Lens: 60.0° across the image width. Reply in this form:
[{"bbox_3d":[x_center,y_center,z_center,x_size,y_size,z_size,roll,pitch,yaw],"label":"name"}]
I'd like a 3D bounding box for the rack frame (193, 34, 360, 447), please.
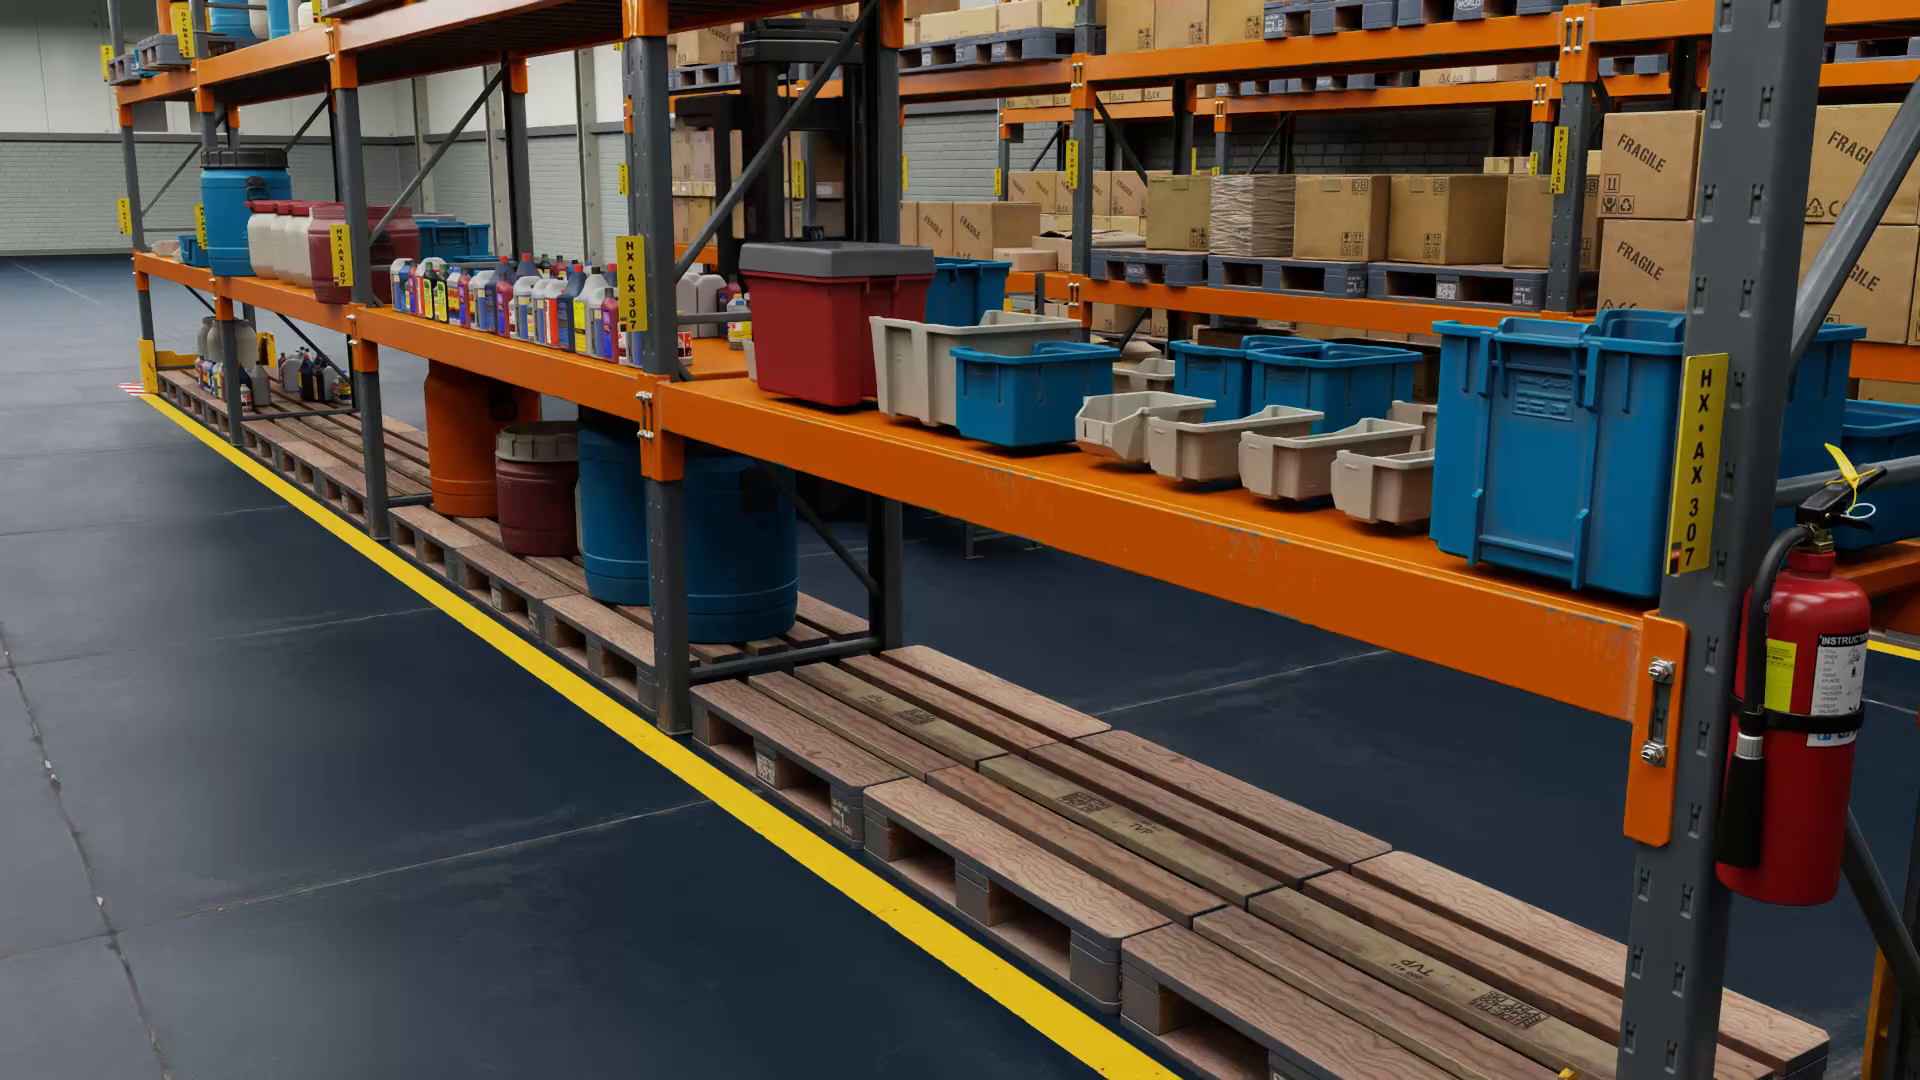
[{"bbox_3d":[-5.104,-2.234,12.558,1.000,3.000,0.127,-8,15,-33],"label":"rack frame"}]

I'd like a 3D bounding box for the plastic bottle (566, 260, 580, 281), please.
[{"bbox_3d":[-2.024,-1.340,8.771,0.097,0.271,0.097,0,12,0],"label":"plastic bottle"}]

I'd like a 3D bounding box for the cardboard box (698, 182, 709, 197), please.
[{"bbox_3d":[-2.441,-3.573,16.927,0.380,0.149,0.250,-8,15,-33],"label":"cardboard box"}]

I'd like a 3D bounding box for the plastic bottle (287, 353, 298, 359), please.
[{"bbox_3d":[-5.821,-1.507,14.579,0.152,0.276,0.135,-8,15,-32],"label":"plastic bottle"}]

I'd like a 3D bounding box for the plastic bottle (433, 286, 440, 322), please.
[{"bbox_3d":[-2.545,-1.181,8.206,0.097,0.201,0.097,0,12,0],"label":"plastic bottle"}]

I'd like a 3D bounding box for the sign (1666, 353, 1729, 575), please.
[{"bbox_3d":[1.096,-0.112,2.471,0.100,0.325,0.005,-8,15,-33],"label":"sign"}]

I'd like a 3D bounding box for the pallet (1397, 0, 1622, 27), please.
[{"bbox_3d":[3.151,-2.895,8.998,1.213,0.211,1.003,-8,15,-33],"label":"pallet"}]

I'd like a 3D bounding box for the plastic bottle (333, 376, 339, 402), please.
[{"bbox_3d":[-5.028,-1.227,13.472,0.097,0.201,0.097,0,12,0],"label":"plastic bottle"}]

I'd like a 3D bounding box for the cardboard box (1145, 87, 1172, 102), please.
[{"bbox_3d":[2.388,-5.083,18.282,0.500,0.500,0.500,-10,16,-37],"label":"cardboard box"}]

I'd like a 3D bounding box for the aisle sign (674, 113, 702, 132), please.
[{"bbox_3d":[-2.986,-4.848,18.424,0.394,0.787,0.004,-8,15,-33],"label":"aisle sign"}]

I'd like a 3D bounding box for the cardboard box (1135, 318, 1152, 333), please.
[{"bbox_3d":[2.274,-2.516,19.490,0.380,0.149,0.250,-10,16,-37],"label":"cardboard box"}]

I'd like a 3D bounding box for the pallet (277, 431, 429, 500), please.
[{"bbox_3d":[-3.956,-0.520,11.245,1.003,0.211,1.213,-8,15,-33],"label":"pallet"}]

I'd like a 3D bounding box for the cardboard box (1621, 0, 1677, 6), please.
[{"bbox_3d":[3.518,-2.674,7.896,0.500,0.250,0.500,-8,15,-33],"label":"cardboard box"}]

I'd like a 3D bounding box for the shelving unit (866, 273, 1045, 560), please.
[{"bbox_3d":[-0.047,-0.748,9.271,0.538,1.500,1.048,-8,15,-33],"label":"shelving unit"}]

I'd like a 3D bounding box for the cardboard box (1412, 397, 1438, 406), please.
[{"bbox_3d":[2.675,-0.534,9.603,0.500,0.500,0.500,-8,15,-33],"label":"cardboard box"}]

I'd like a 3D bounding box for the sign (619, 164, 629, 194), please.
[{"bbox_3d":[-3.660,-3.928,18.093,0.100,0.325,0.005,-8,15,-33],"label":"sign"}]

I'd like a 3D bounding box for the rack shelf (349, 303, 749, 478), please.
[{"bbox_3d":[-1.780,-0.816,7.756,1.077,0.370,4.000,-8,15,-33],"label":"rack shelf"}]

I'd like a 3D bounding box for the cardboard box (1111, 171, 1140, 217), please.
[{"bbox_3d":[2.073,-3.936,18.890,0.500,0.500,0.500,-9,15,-34],"label":"cardboard box"}]

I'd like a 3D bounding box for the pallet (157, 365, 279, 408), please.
[{"bbox_3d":[-6.793,-1.431,15.409,1.003,0.211,1.213,-8,15,-33],"label":"pallet"}]

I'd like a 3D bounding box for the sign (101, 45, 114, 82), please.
[{"bbox_3d":[-7.780,-4.351,15.196,0.100,0.325,0.005,-8,15,-33],"label":"sign"}]

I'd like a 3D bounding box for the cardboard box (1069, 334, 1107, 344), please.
[{"bbox_3d":[0.894,-1.465,13.180,0.500,0.311,0.500,-9,15,-34],"label":"cardboard box"}]

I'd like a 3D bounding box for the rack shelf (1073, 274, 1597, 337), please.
[{"bbox_3d":[2.346,-1.402,10.434,1.077,0.370,4.000,-8,15,-33],"label":"rack shelf"}]

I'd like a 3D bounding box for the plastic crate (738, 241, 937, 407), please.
[{"bbox_3d":[-0.386,-0.684,5.177,0.402,0.464,0.583,-8,15,-33],"label":"plastic crate"}]

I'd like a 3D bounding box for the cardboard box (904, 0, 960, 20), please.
[{"bbox_3d":[-0.335,-4.571,13.833,0.500,0.500,0.500,-6,14,-27],"label":"cardboard box"}]

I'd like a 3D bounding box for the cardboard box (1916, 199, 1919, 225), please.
[{"bbox_3d":[4.339,-1.543,6.820,0.500,0.500,0.500,-8,14,-31],"label":"cardboard box"}]

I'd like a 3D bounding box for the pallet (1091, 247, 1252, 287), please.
[{"bbox_3d":[1.672,-1.903,11.490,1.213,0.211,1.003,-8,15,-33],"label":"pallet"}]

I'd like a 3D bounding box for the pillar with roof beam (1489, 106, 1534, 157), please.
[{"bbox_3d":[1.776,-5.450,13.222,9.100,9.000,0.400,-8,15,-33],"label":"pillar with roof beam"}]

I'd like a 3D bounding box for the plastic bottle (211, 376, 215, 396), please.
[{"bbox_3d":[-6.161,-1.301,13.812,0.097,0.201,0.097,0,12,0],"label":"plastic bottle"}]

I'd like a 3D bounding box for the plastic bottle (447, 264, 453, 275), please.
[{"bbox_3d":[-2.569,-1.246,8.340,0.097,0.271,0.097,0,12,0],"label":"plastic bottle"}]

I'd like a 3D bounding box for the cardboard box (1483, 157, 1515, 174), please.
[{"bbox_3d":[4.953,-3.390,15.058,0.380,0.149,0.250,-11,17,-42],"label":"cardboard box"}]

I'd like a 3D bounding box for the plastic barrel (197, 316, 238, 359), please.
[{"bbox_3d":[-6.892,-1.828,15.538,0.421,0.512,0.421,0,12,0],"label":"plastic barrel"}]

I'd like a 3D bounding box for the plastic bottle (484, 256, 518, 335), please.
[{"bbox_3d":[-2.063,-1.108,7.524,0.144,0.351,0.185,-8,15,-33],"label":"plastic bottle"}]

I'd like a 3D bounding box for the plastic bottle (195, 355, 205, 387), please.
[{"bbox_3d":[-6.575,-1.469,14.413,0.097,0.271,0.097,0,12,0],"label":"plastic bottle"}]

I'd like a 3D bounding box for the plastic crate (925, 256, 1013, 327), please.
[{"bbox_3d":[-0.129,-0.791,5.852,0.392,0.384,0.575,-8,15,-33],"label":"plastic crate"}]

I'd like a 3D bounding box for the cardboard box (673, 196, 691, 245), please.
[{"bbox_3d":[-2.651,-3.403,17.668,0.700,0.500,0.500,-8,14,-31],"label":"cardboard box"}]

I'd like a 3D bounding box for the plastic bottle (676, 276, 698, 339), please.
[{"bbox_3d":[-1.250,-1.025,7.319,0.152,0.276,0.135,-8,15,-33],"label":"plastic bottle"}]

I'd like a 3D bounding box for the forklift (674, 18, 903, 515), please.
[{"bbox_3d":[-1.173,-1.846,10.943,1.130,2.935,3.031,-7,14,-30],"label":"forklift"}]

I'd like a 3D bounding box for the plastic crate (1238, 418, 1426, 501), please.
[{"bbox_3d":[0.794,-0.178,3.630,0.396,0.136,0.243,-8,15,-33],"label":"plastic crate"}]

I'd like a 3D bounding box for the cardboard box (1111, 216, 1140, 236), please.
[{"bbox_3d":[2.068,-3.569,18.966,0.500,0.250,0.500,-8,15,-33],"label":"cardboard box"}]

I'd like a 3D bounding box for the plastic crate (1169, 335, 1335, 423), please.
[{"bbox_3d":[0.786,-0.418,4.504,0.416,0.233,0.300,-8,15,-33],"label":"plastic crate"}]

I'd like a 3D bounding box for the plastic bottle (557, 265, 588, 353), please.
[{"bbox_3d":[-1.556,-0.945,6.778,0.144,0.351,0.185,-8,15,-33],"label":"plastic bottle"}]

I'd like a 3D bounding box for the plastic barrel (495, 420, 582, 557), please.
[{"bbox_3d":[-1.977,-0.264,8.211,0.600,0.588,0.708,-8,15,-33],"label":"plastic barrel"}]

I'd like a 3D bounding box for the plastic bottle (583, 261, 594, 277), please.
[{"bbox_3d":[-1.916,-1.306,8.613,0.097,0.271,0.097,0,12,0],"label":"plastic bottle"}]

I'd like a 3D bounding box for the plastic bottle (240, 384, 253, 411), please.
[{"bbox_3d":[-5.564,-1.110,12.937,0.097,0.201,0.097,0,12,0],"label":"plastic bottle"}]

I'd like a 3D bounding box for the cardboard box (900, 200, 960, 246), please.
[{"bbox_3d":[-0.274,-2.637,14.164,0.500,0.500,0.500,-7,14,-29],"label":"cardboard box"}]

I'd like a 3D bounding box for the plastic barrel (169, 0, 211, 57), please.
[{"bbox_3d":[-6.583,-4.521,14.568,0.600,0.588,0.600,0,12,0],"label":"plastic barrel"}]

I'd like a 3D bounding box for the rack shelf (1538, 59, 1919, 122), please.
[{"bbox_3d":[6.468,-3.454,12.797,1.077,0.370,4.000,-8,15,-33],"label":"rack shelf"}]

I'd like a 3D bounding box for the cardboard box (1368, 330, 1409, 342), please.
[{"bbox_3d":[4.430,-2.002,16.315,0.700,0.500,0.500,-8,15,-33],"label":"cardboard box"}]

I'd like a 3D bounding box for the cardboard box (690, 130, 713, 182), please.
[{"bbox_3d":[-2.341,-3.938,17.076,0.700,0.500,0.500,-8,15,-33],"label":"cardboard box"}]

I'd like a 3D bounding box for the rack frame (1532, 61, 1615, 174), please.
[{"bbox_3d":[5.360,-2.696,14.667,1.000,3.000,0.127,-8,15,-33],"label":"rack frame"}]

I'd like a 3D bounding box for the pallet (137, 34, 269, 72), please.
[{"bbox_3d":[-5.585,-3.724,12.792,1.213,0.211,1.003,-8,15,-33],"label":"pallet"}]
